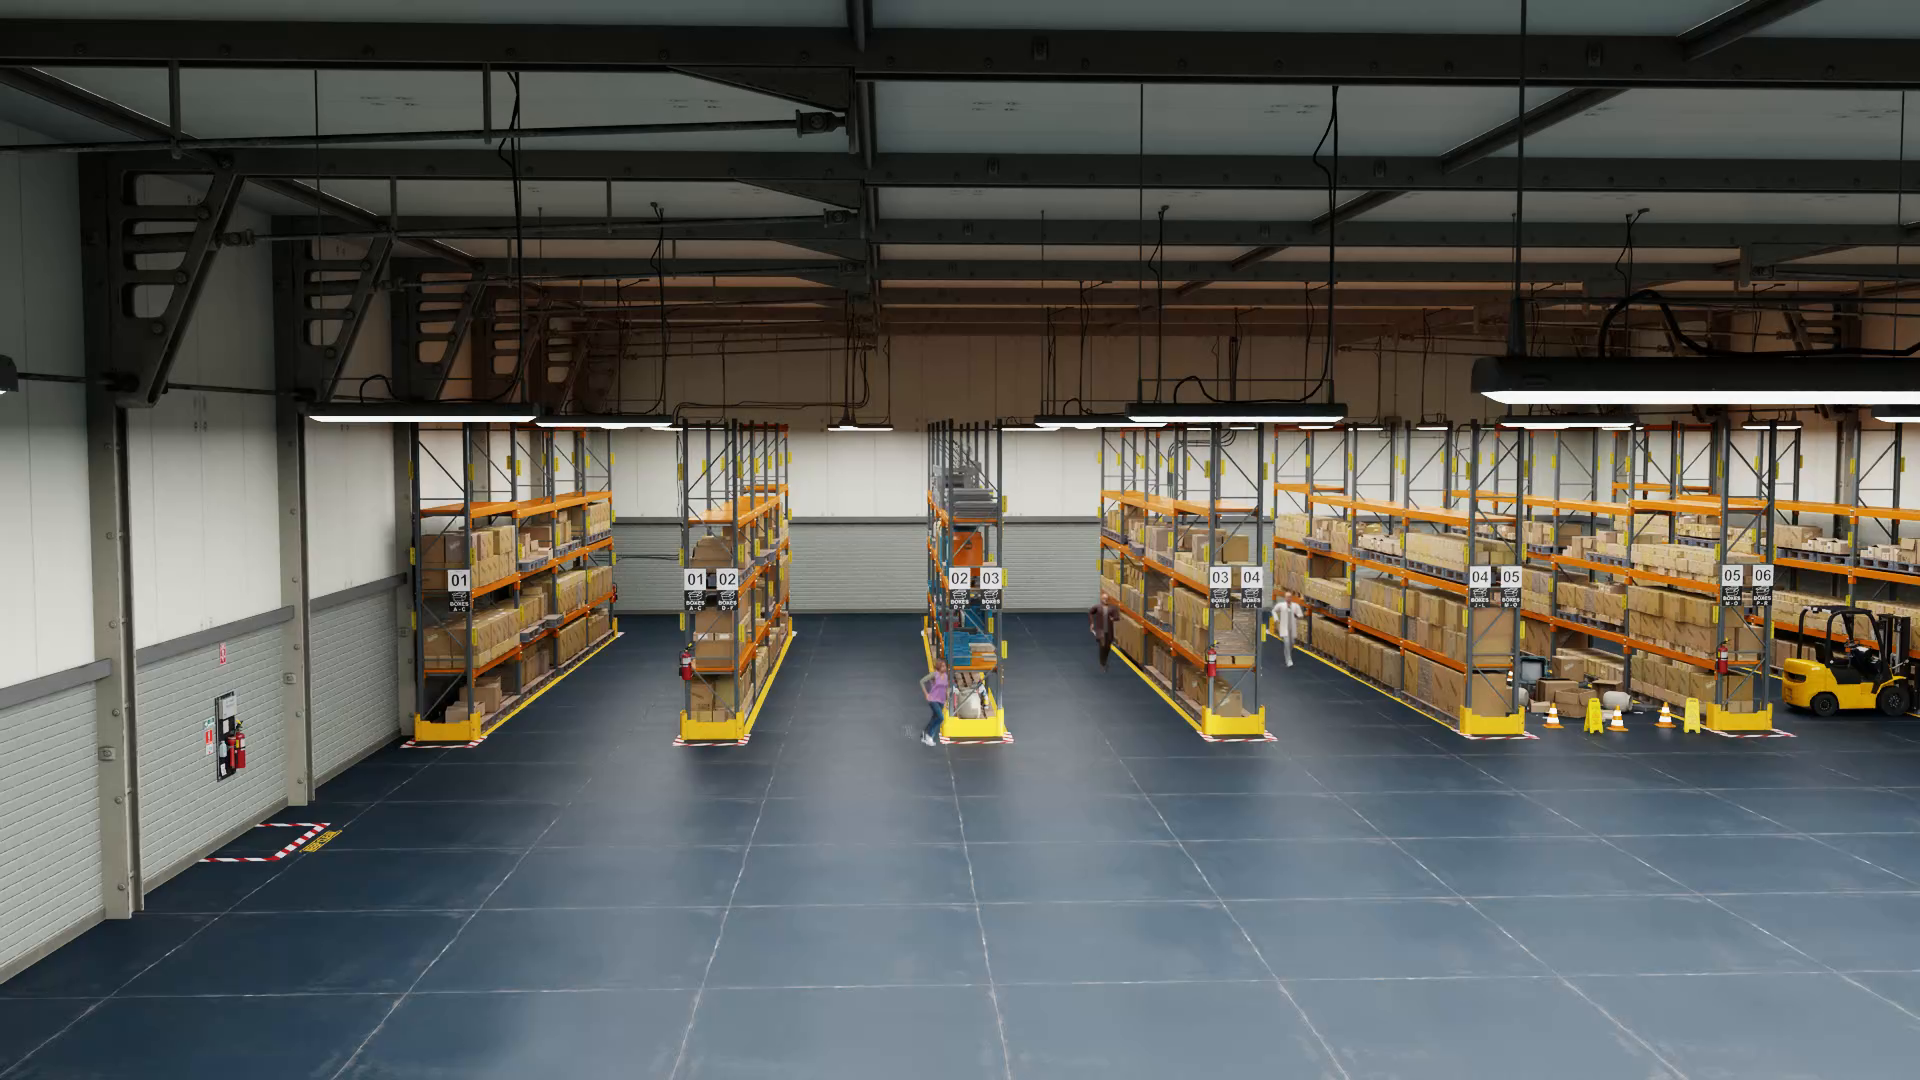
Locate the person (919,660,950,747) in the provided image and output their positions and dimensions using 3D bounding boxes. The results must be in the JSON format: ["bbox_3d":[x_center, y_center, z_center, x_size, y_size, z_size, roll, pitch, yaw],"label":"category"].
[{"bbox_3d":[-0.436,2.985,30.532,0.623,1.567,0.545,4,5,44],"label":"person"}]

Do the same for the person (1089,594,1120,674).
[{"bbox_3d":[3.412,2.210,39.191,0.666,1.800,0.932,-1,4,-9],"label":"person"}]

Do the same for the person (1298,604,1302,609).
[{"bbox_3d":[10.090,1.800,48.956,0.597,1.598,0.747,-4,5,-45],"label":"person"}]

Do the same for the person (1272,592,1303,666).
[{"bbox_3d":[8.108,2.183,41.077,0.702,1.750,1.064,0,4,-5],"label":"person"}]
